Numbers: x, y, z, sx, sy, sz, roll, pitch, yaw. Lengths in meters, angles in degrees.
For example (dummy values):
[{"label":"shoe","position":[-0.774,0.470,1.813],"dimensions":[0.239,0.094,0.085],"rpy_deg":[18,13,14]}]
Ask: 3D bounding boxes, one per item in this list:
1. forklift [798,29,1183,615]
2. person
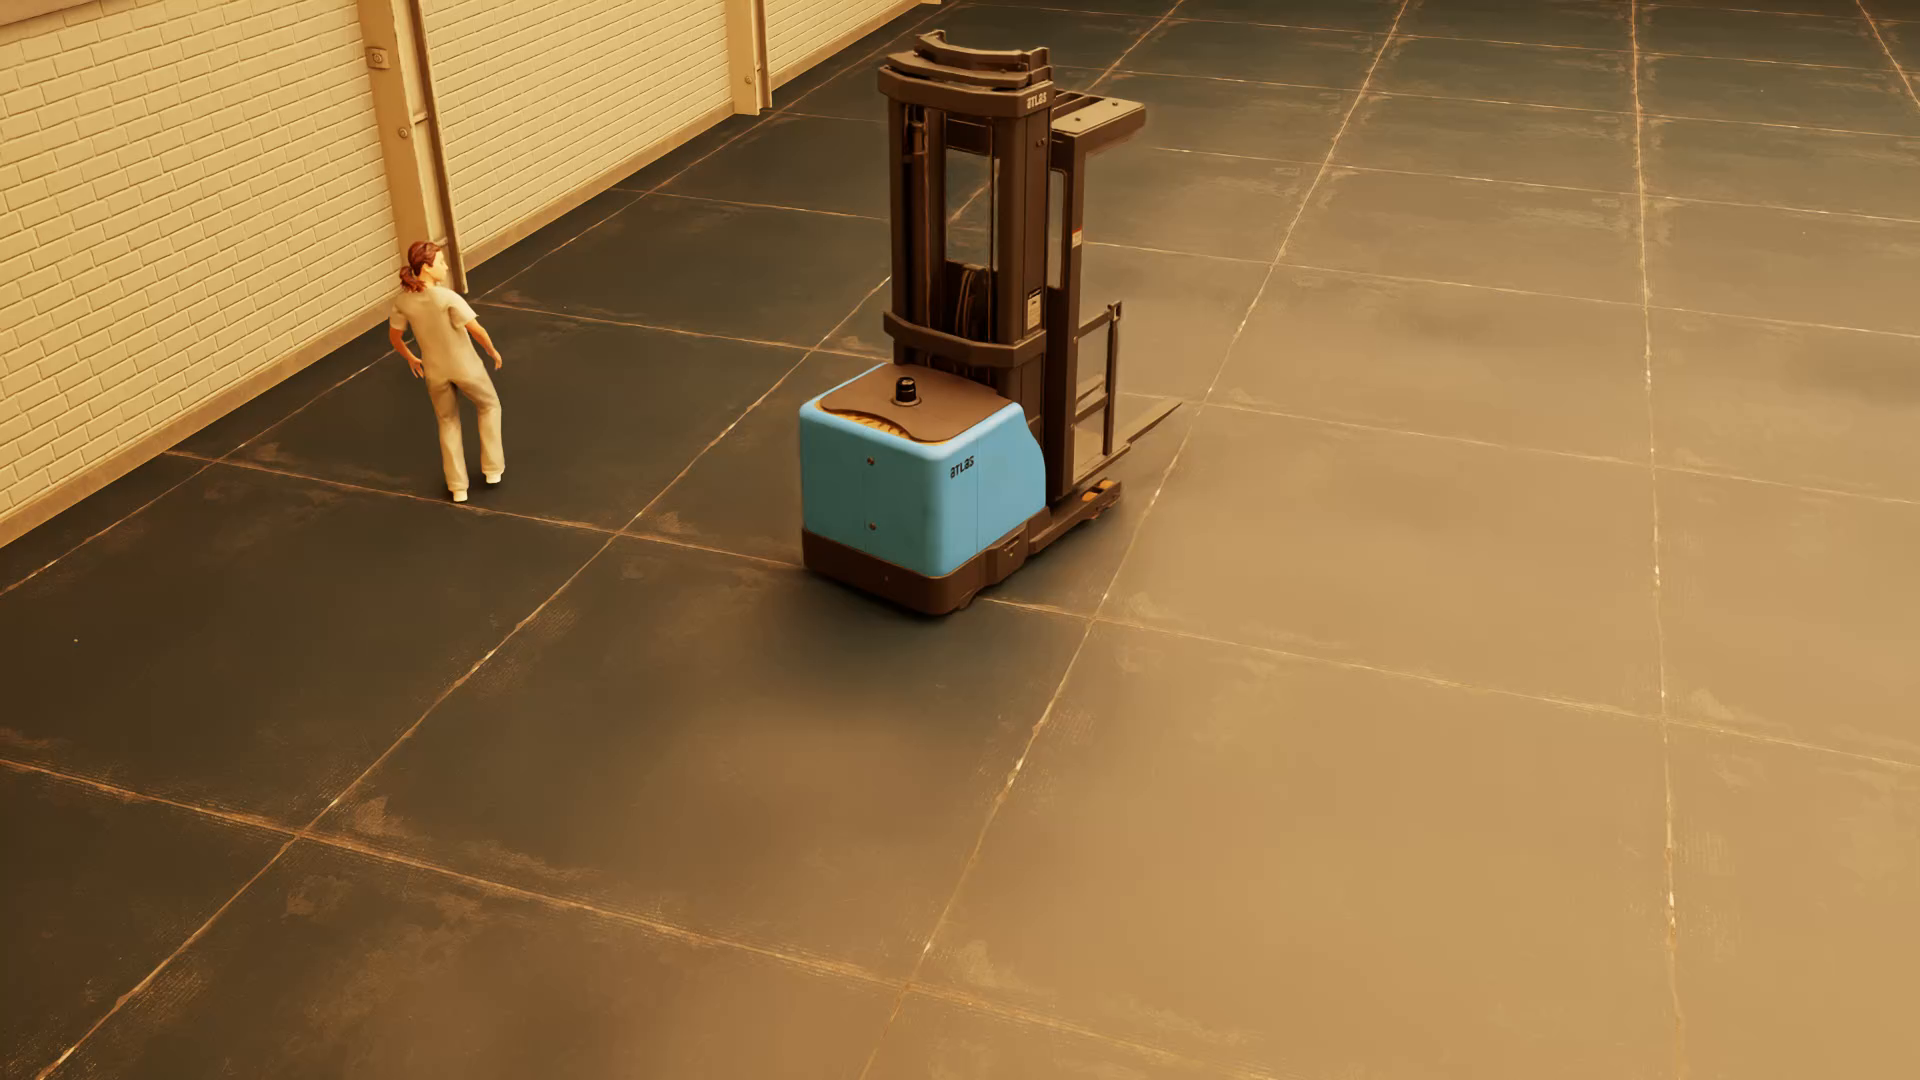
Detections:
[{"label":"forklift","position":[0.357,-1.532,9.824],"dimensions":[1.130,2.935,3.031],"rpy_deg":[20,35,31]},{"label":"person","position":[-3.155,-1.065,10.304],"dimensions":[0.634,1.650,0.484],"rpy_deg":[0,30,1]}]
